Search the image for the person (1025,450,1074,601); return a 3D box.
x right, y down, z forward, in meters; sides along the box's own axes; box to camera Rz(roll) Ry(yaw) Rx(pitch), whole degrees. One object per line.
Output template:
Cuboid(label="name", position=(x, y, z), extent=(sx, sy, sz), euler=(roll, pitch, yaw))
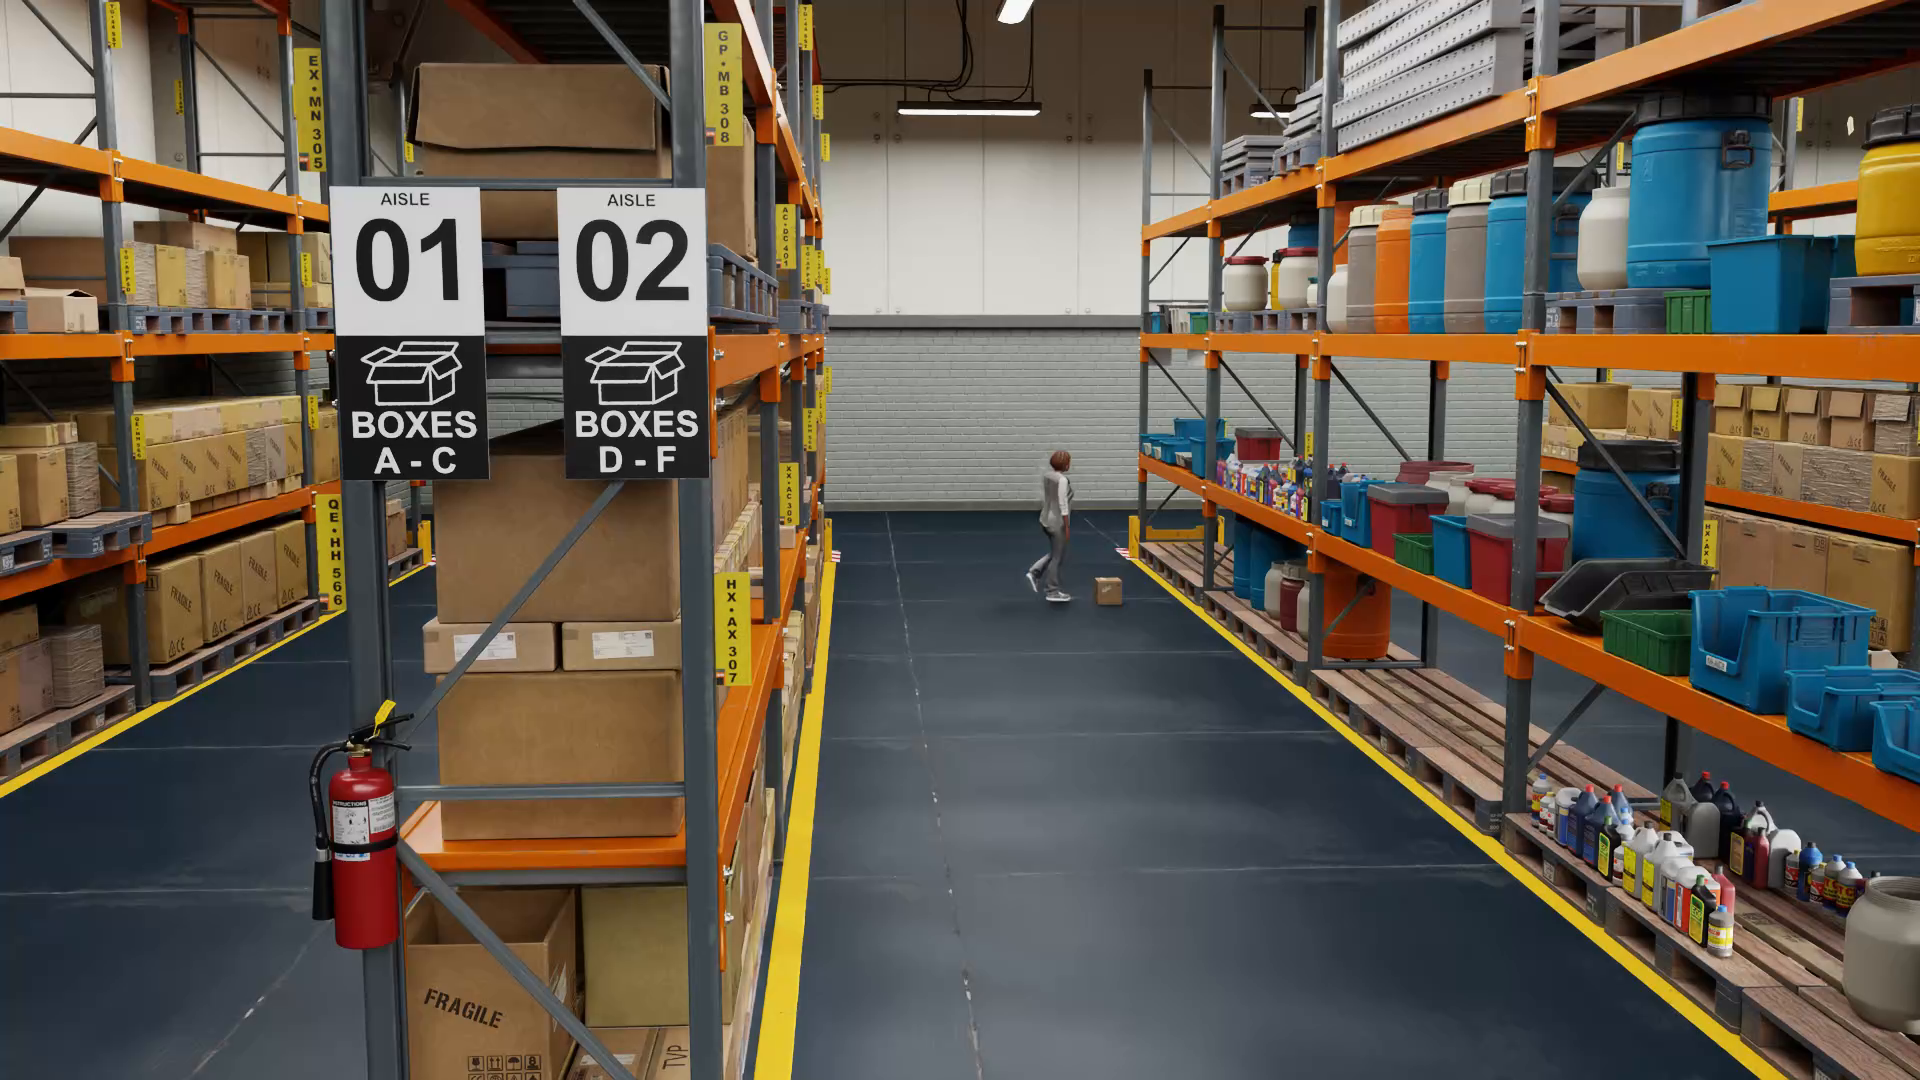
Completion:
Cuboid(label="person", position=(0.962, -0.143, 17.321), extent=(0.464, 1.596, 0.464), euler=(-3, 8, -22))
